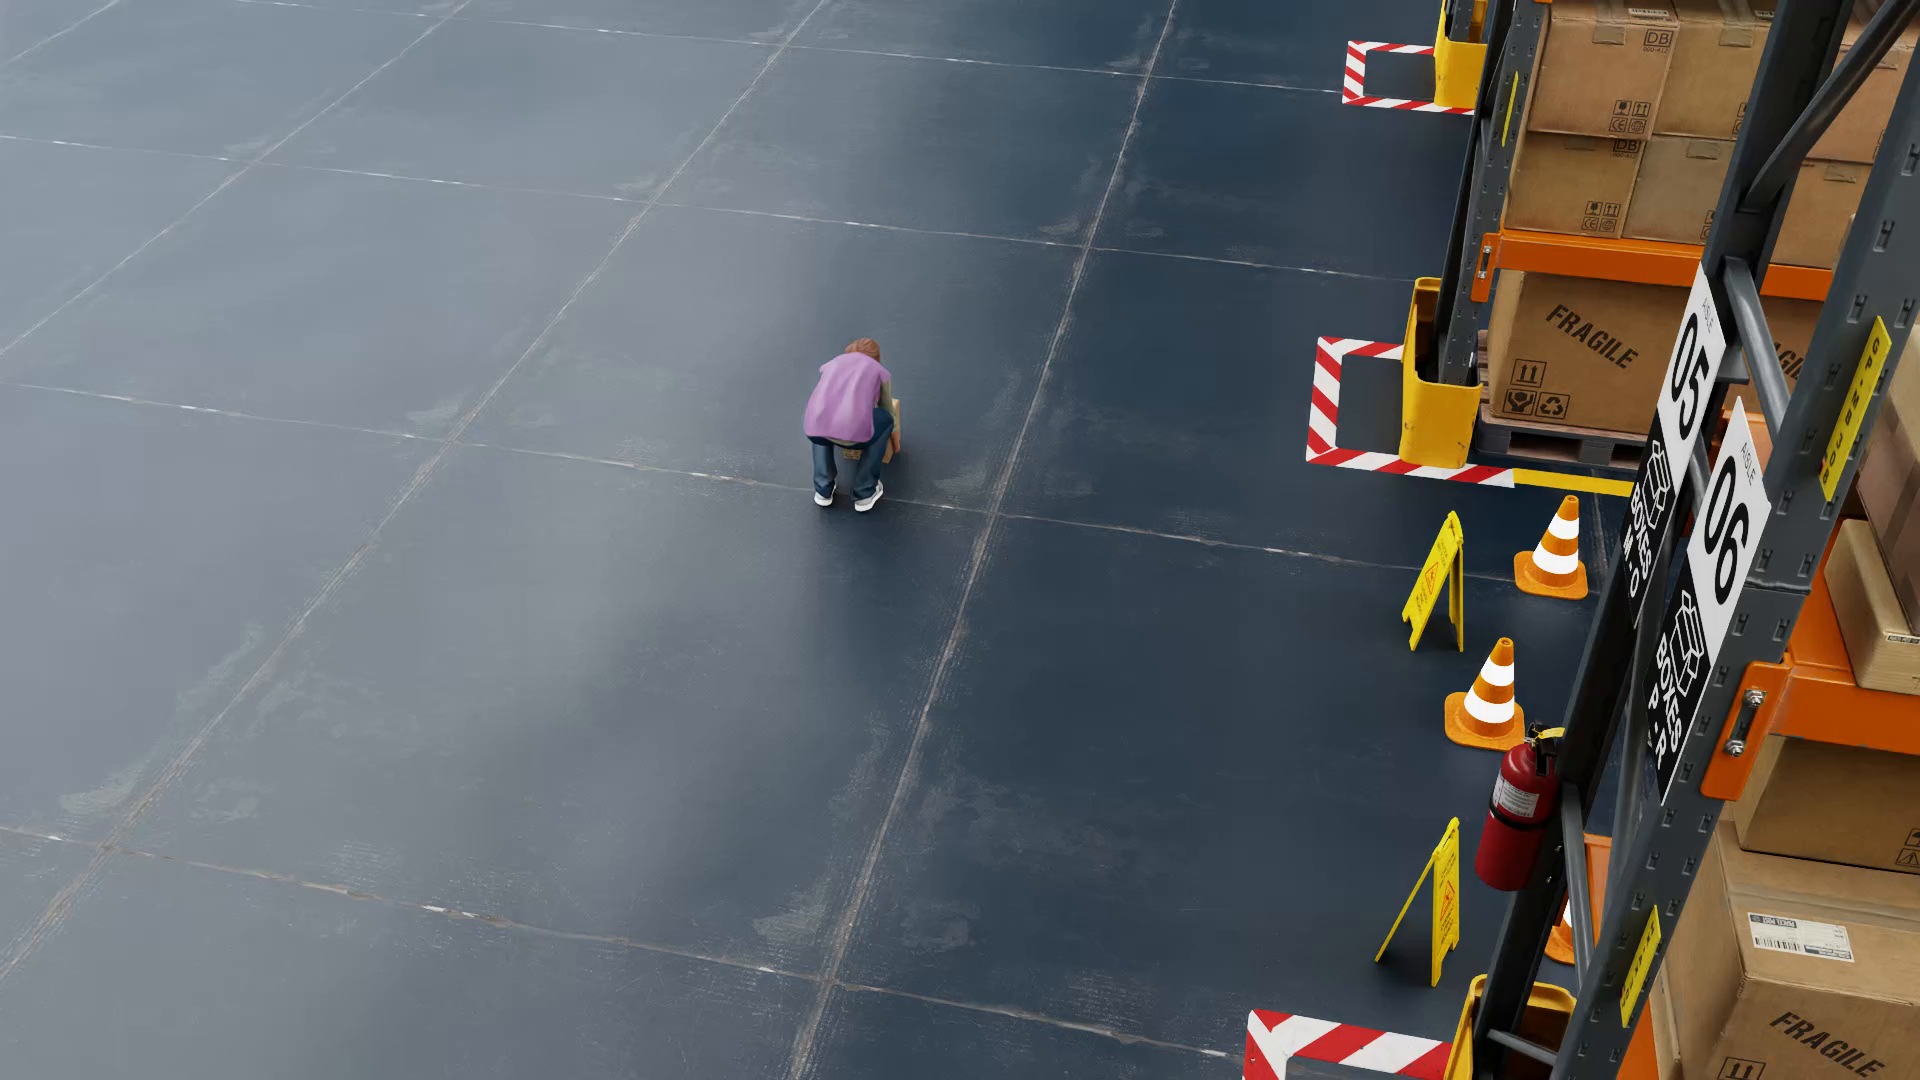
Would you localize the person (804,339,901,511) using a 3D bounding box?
[{"bbox_3d":[-0.553,-0.591,8.486,0.427,0.758,0.873,6,38,8],"label":"person"}]
